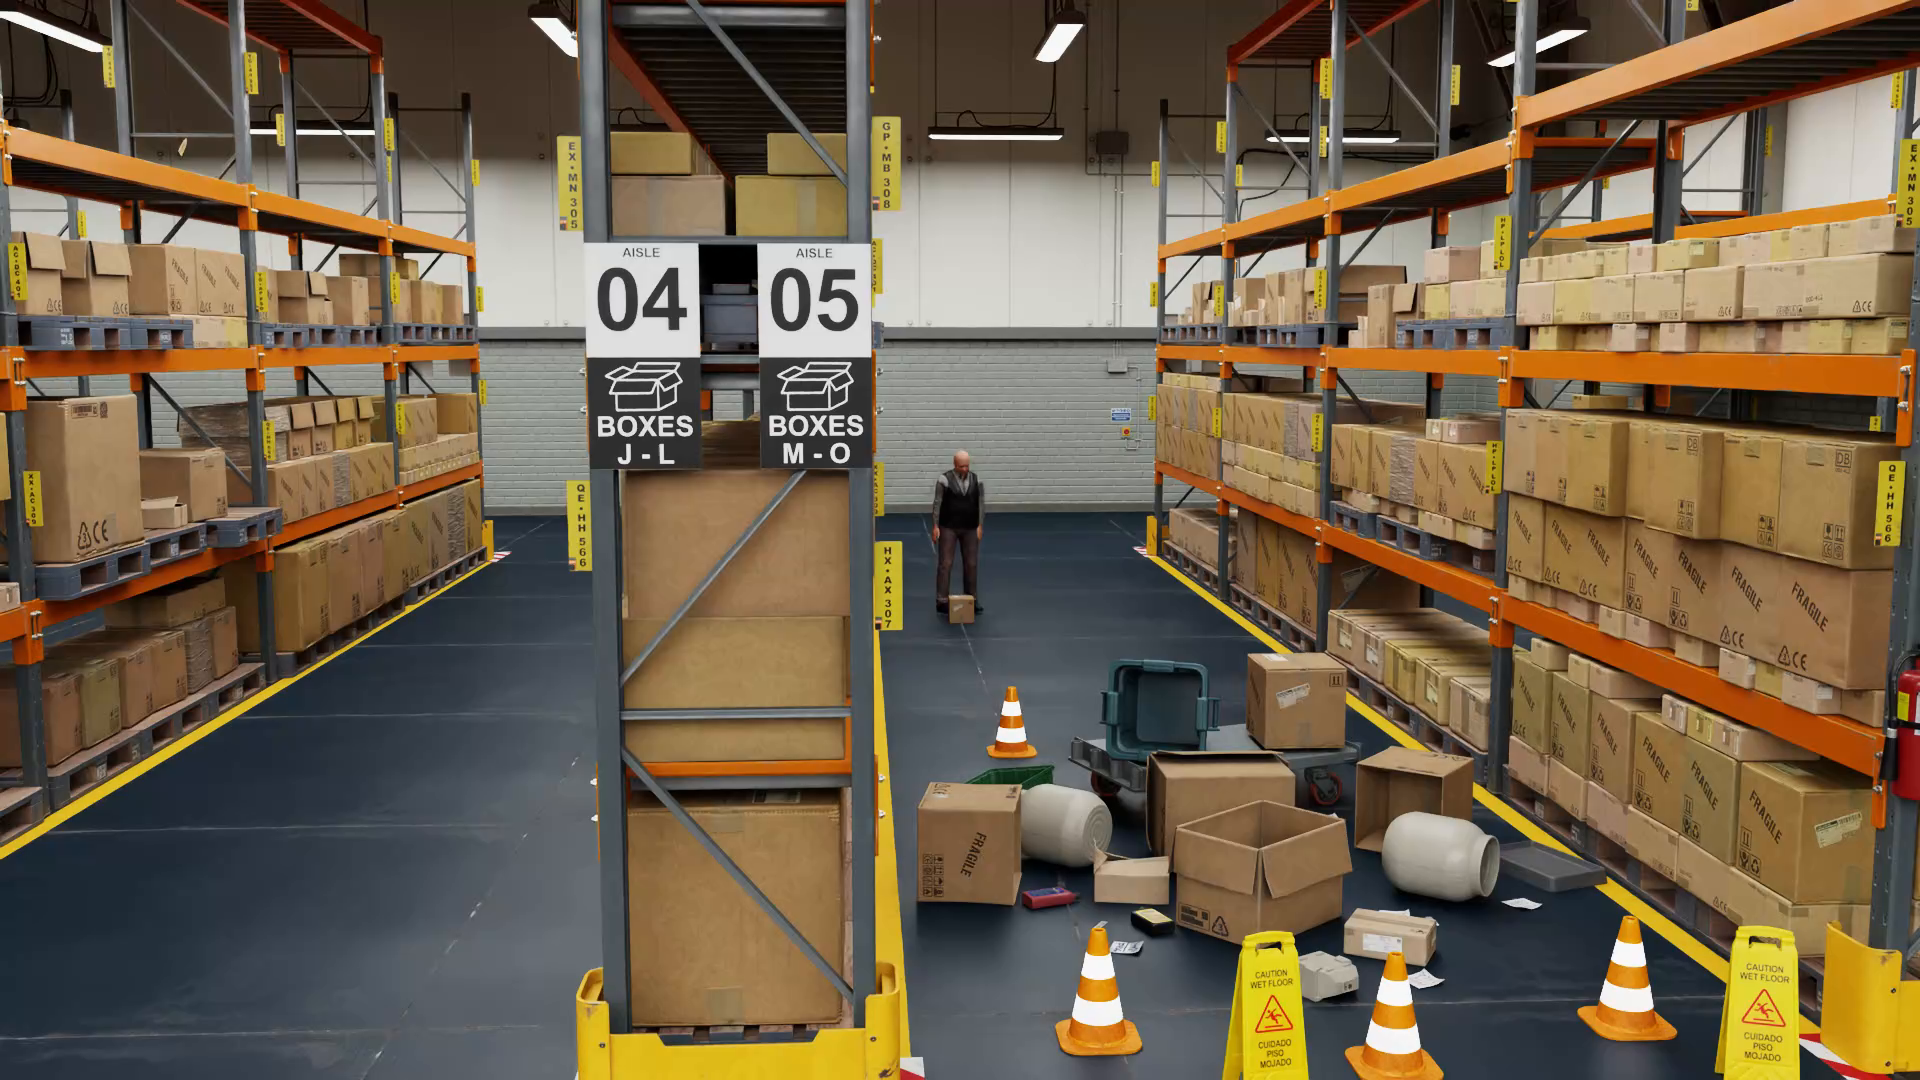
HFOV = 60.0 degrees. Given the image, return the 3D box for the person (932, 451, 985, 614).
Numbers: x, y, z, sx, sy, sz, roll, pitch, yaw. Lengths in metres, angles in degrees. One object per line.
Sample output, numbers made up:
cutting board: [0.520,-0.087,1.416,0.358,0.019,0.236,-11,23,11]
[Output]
person: [0.006,-0.087,17.473,0.582,1.706,0.463,-2,7,-17]
